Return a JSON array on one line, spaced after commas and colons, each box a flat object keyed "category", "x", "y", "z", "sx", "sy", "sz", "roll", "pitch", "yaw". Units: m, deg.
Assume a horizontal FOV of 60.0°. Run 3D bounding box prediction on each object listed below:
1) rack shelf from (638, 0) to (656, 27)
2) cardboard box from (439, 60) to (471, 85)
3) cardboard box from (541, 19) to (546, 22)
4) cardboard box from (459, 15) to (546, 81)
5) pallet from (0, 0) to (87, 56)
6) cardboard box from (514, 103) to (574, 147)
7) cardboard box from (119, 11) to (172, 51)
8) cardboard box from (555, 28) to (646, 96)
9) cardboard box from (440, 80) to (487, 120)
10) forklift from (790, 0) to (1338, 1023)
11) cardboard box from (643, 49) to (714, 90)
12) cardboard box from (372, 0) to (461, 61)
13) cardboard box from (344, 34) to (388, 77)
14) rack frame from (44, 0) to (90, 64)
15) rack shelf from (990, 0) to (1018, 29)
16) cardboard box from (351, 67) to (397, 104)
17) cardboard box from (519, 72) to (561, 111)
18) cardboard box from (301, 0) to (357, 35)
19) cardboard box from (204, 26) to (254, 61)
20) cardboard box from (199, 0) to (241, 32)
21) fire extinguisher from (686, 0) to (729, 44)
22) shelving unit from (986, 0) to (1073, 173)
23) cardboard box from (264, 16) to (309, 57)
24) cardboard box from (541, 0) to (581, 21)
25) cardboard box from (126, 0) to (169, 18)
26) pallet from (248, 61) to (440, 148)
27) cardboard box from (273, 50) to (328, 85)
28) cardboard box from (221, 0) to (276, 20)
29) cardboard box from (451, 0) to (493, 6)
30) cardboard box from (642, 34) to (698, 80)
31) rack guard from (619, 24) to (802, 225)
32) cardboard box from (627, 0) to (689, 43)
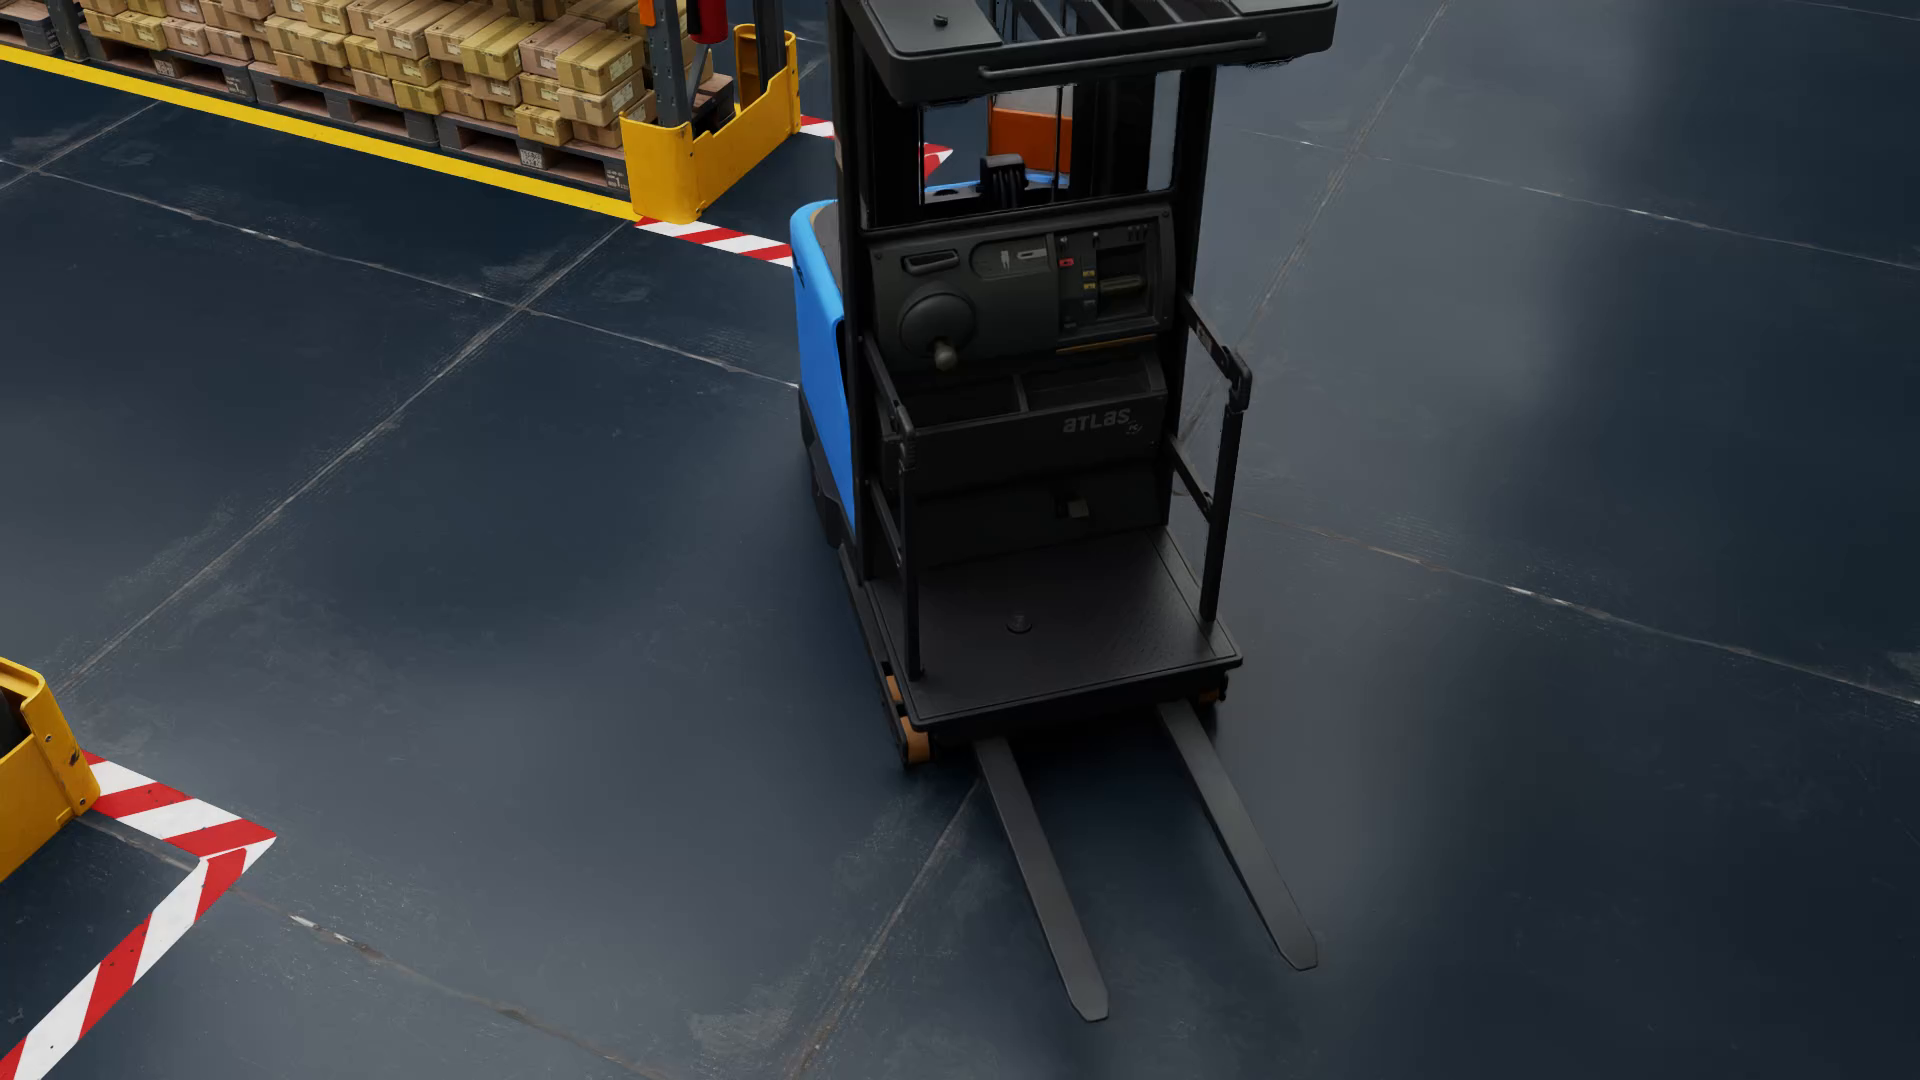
[{"category": "rack shelf", "x": -2.960, "y": -3.290, "z": 8.305, "sx": 4.000, "sy": 0.370, "sz": 1.077, "roll": 17, "pitch": 44, "yaw": 19}, {"category": "cardboard box", "x": -2.418, "y": -2.457, "z": 8.424, "sx": 0.250, "sy": 0.149, "sz": 0.380, "roll": 16, "pitch": 44, "yaw": 18}, {"category": "cardboard box", "x": -2.183, "y": -2.760, "z": 8.773, "sx": 0.250, "sy": 0.149, "sz": 0.380, "roll": 18, "pitch": 44, "yaw": 20}, {"category": "cardboard box", "x": -2.226, "y": -2.411, "z": 8.143, "sx": 0.250, "sy": 0.149, "sz": 0.380, "roll": 16, "pitch": 43, "yaw": 18}, {"category": "pallet", "x": -5.478, "y": -3.277, "z": 9.870, "sx": 1.213, "sy": 0.211, "sz": 1.003, "roll": 17, "pitch": 44, "yaw": 19}, {"category": "cardboard box", "x": -1.988, "y": -2.123, "z": 8.265, "sx": 0.250, "sy": 0.149, "sz": 0.380, "roll": 18, "pitch": 44, "yaw": 20}, {"category": "cardboard box", "x": -4.337, "y": -2.832, "z": 9.083, "sx": 0.250, "sy": 0.149, "sz": 0.380, "roll": 18, "pitch": 44, "yaw": 20}, {"category": "cardboard box", "x": -1.734, "y": -2.311, "z": 8.027, "sx": 0.250, "sy": 0.149, "sz": 0.380, "roll": 17, "pitch": 44, "yaw": 19}, {"category": "cardboard box", "x": -2.420, "y": -2.308, "z": 8.478, "sx": 0.250, "sy": 0.149, "sz": 0.380, "roll": 17, "pitch": 44, "yaw": 19}, {"category": "forklift", "x": 0.255, "y": -0.668, "z": 4.782, "sx": 1.130, "sy": 2.935, "sz": 3.031, "roll": -10, "pitch": 42, "yaw": -12}, {"category": "cardboard box", "x": -1.487, "y": -2.425, "z": 8.613, "sx": 0.250, "sy": 0.149, "sz": 0.380, "roll": 18, "pitch": 44, "yaw": 19}, {"category": "cardboard box", "x": -2.701, "y": -2.561, "z": 8.317, "sx": 0.250, "sy": 0.149, "sz": 0.380, "roll": 19, "pitch": 44, "yaw": 20}, {"category": "cardboard box", "x": -2.917, "y": -2.539, "z": 8.519, "sx": 0.250, "sy": 0.149, "sz": 0.380, "roll": 19, "pitch": 44, "yaw": 21}, {"category": "rack frame", "x": -4.772, "y": -4.116, "z": 8.708, "sx": 0.127, "sy": 3.000, "sz": 1.000, "roll": 17, "pitch": 44, "yaw": 19}, {"category": "rack shelf", "x": 0.394, "y": -2.048, "z": 5.962, "sx": 0.480, "sy": 0.518, "sz": 0.431, "roll": 10, "pitch": 42, "yaw": 12}, {"category": "cardboard box", "x": -2.917, "y": -2.429, "z": 8.618, "sx": 0.250, "sy": 0.149, "sz": 0.380, "roll": 18, "pitch": 44, "yaw": 19}, {"category": "cardboard box", "x": -1.960, "y": -2.283, "z": 8.223, "sx": 0.250, "sy": 0.149, "sz": 0.380, "roll": 16, "pitch": 43, "yaw": 18}, {"category": "cardboard box", "x": -3.142, "y": -2.756, "z": 8.541, "sx": 0.250, "sy": 0.149, "sz": 0.380, "roll": 17, "pitch": 44, "yaw": 19}, {"category": "cardboard box", "x": -3.838, "y": -2.754, "z": 8.993, "sx": 0.250, "sy": 0.149, "sz": 0.380, "roll": 16, "pitch": 43, "yaw": 18}, {"category": "cardboard box", "x": -3.832, "y": -2.880, "z": 8.912, "sx": 0.250, "sy": 0.149, "sz": 0.380, "roll": 15, "pitch": 43, "yaw": 16}, {"category": "fire extinguisher", "x": -1.114, "y": -2.494, "z": 7.181, "sx": 0.183, "sy": 0.674, "sz": 0.296, "roll": 17, "pitch": 44, "yaw": 19}, {"category": "shelving unit", "x": 0.394, "y": -1.529, "z": 6.411, "sx": 0.503, "sy": 2.100, "sz": 0.431, "roll": 10, "pitch": 42, "yaw": 12}, {"category": "cardboard box", "x": -3.391, "y": -2.682, "z": 8.684, "sx": 0.250, "sy": 0.149, "sz": 0.380, "roll": 17, "pitch": 44, "yaw": 18}, {"category": "cardboard box", "x": -1.953, "y": -2.812, "z": 8.606, "sx": 0.250, "sy": 0.149, "sz": 0.380, "roll": 17, "pitch": 44, "yaw": 19}, {"category": "cardboard box", "x": -4.312, "y": -3.003, "z": 9.053, "sx": 0.250, "sy": 0.149, "sz": 0.380, "roll": 17, "pitch": 44, "yaw": 19}, {"category": "pallet", "x": -3.039, "y": -2.560, "z": 9.043, "sx": 1.213, "sy": 0.211, "sz": 1.003, "roll": 17, "pitch": 44, "yaw": 19}, {"category": "cardboard box", "x": -3.385, "y": -2.571, "z": 8.782, "sx": 0.250, "sy": 0.149, "sz": 0.380, "roll": 16, "pitch": 43, "yaw": 17}, {"category": "cardboard box", "x": -3.631, "y": -2.874, "z": 8.677, "sx": 0.250, "sy": 0.149, "sz": 0.380, "roll": 18, "pitch": 44, "yaw": 20}, {"category": "cardboard box", "x": -2.460, "y": -2.914, "z": 8.723, "sx": 0.250, "sy": 0.149, "sz": 0.380, "roll": 19, "pitch": 44, "yaw": 20}, {"category": "cardboard box", "x": -1.513, "y": -2.500, "z": 8.472, "sx": 0.250, "sy": 0.149, "sz": 0.380, "roll": 19, "pitch": 44, "yaw": 20}, {"category": "rack guard", "x": -1.216, "y": -2.085, "z": 8.274, "sx": 0.348, "sy": 0.500, "sz": 1.175, "roll": 17, "pitch": 44, "yaw": 19}, {"category": "cardboard box", "x": -1.478, "y": -2.661, "z": 8.432, "sx": 0.250, "sy": 0.149, "sz": 0.380, "roll": 15, "pitch": 43, "yaw": 17}]
